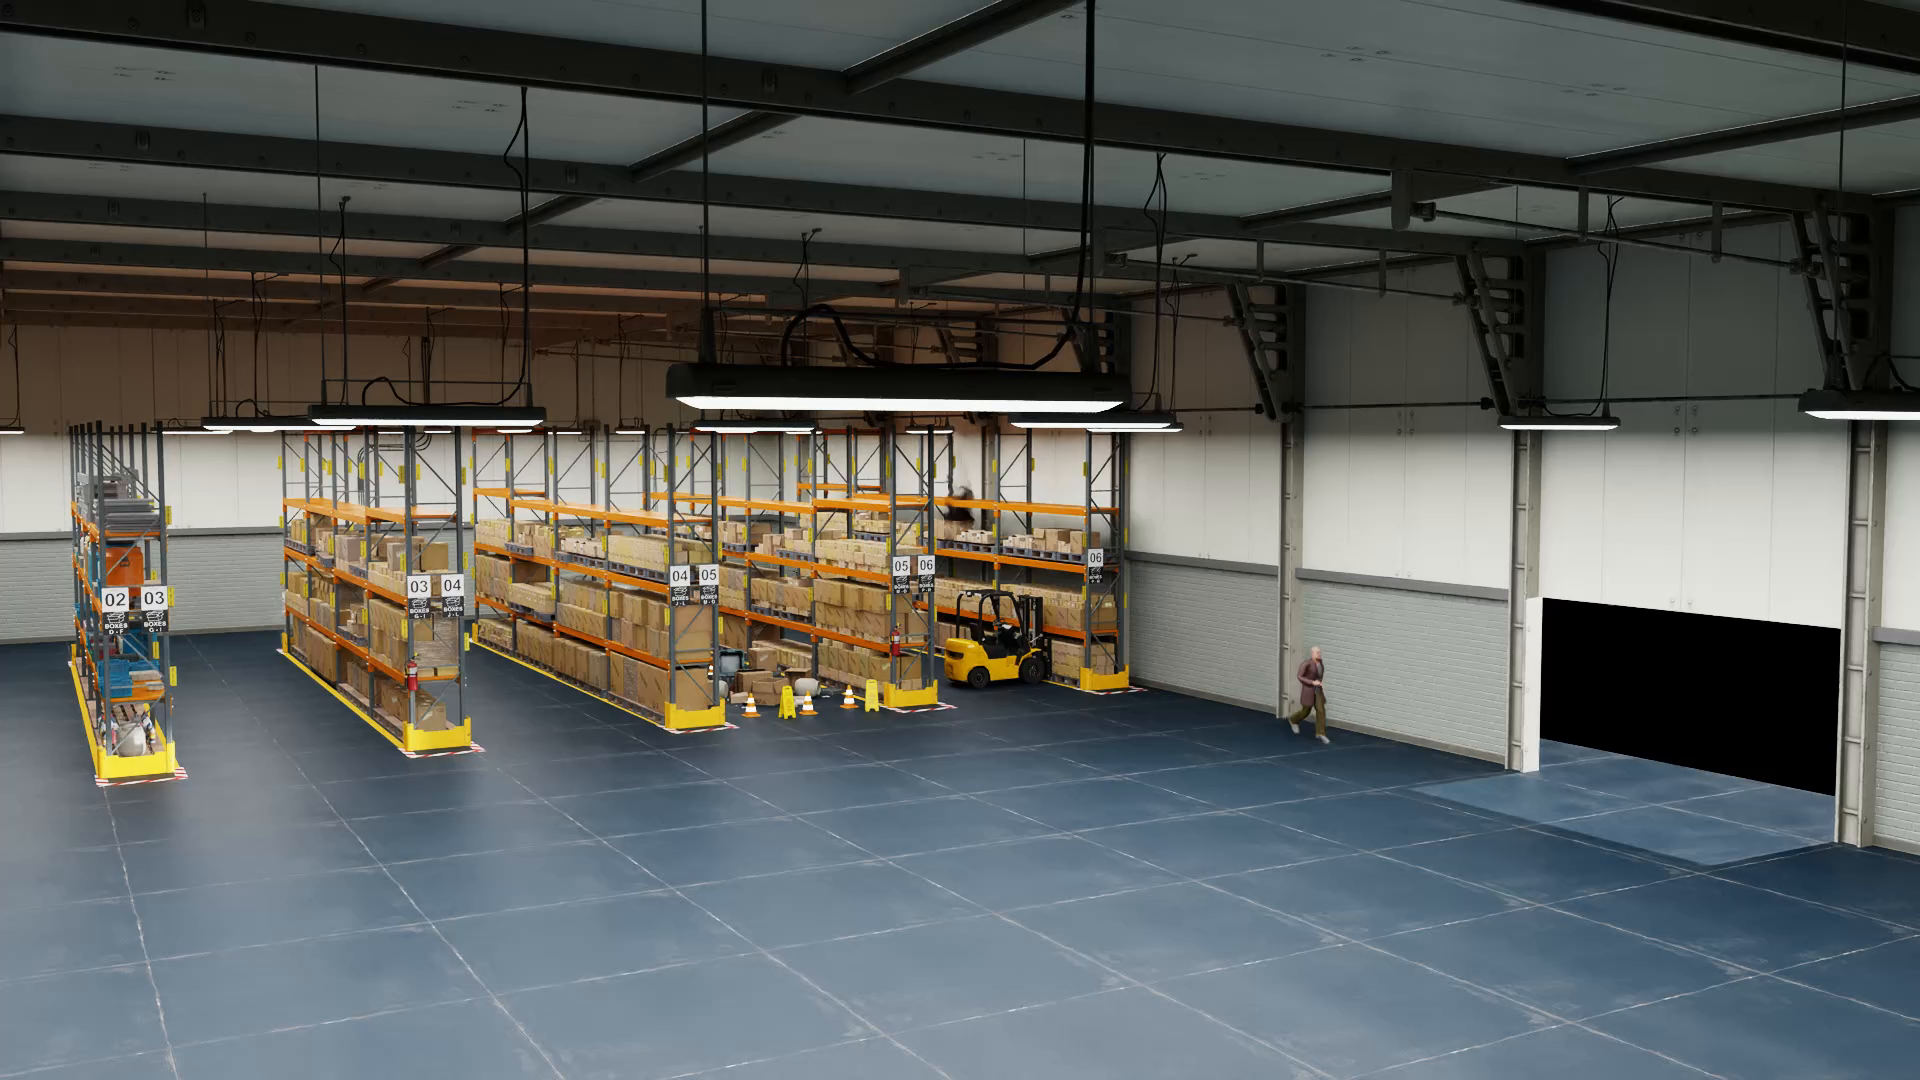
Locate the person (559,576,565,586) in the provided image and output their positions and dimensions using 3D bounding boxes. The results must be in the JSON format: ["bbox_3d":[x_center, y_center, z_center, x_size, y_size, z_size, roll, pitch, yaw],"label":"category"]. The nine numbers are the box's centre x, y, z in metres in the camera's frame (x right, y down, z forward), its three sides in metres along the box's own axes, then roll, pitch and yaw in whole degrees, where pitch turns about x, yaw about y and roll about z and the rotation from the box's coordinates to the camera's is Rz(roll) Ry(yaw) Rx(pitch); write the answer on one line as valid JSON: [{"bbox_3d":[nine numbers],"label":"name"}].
[{"bbox_3d":[-11.815,1.875,49.118,0.530,1.663,0.663,-2,4,-32],"label":"person"}]

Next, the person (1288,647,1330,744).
[{"bbox_3d":[6.628,2.898,31.424,0.733,1.773,1.105,-2,4,-33],"label":"person"}]
